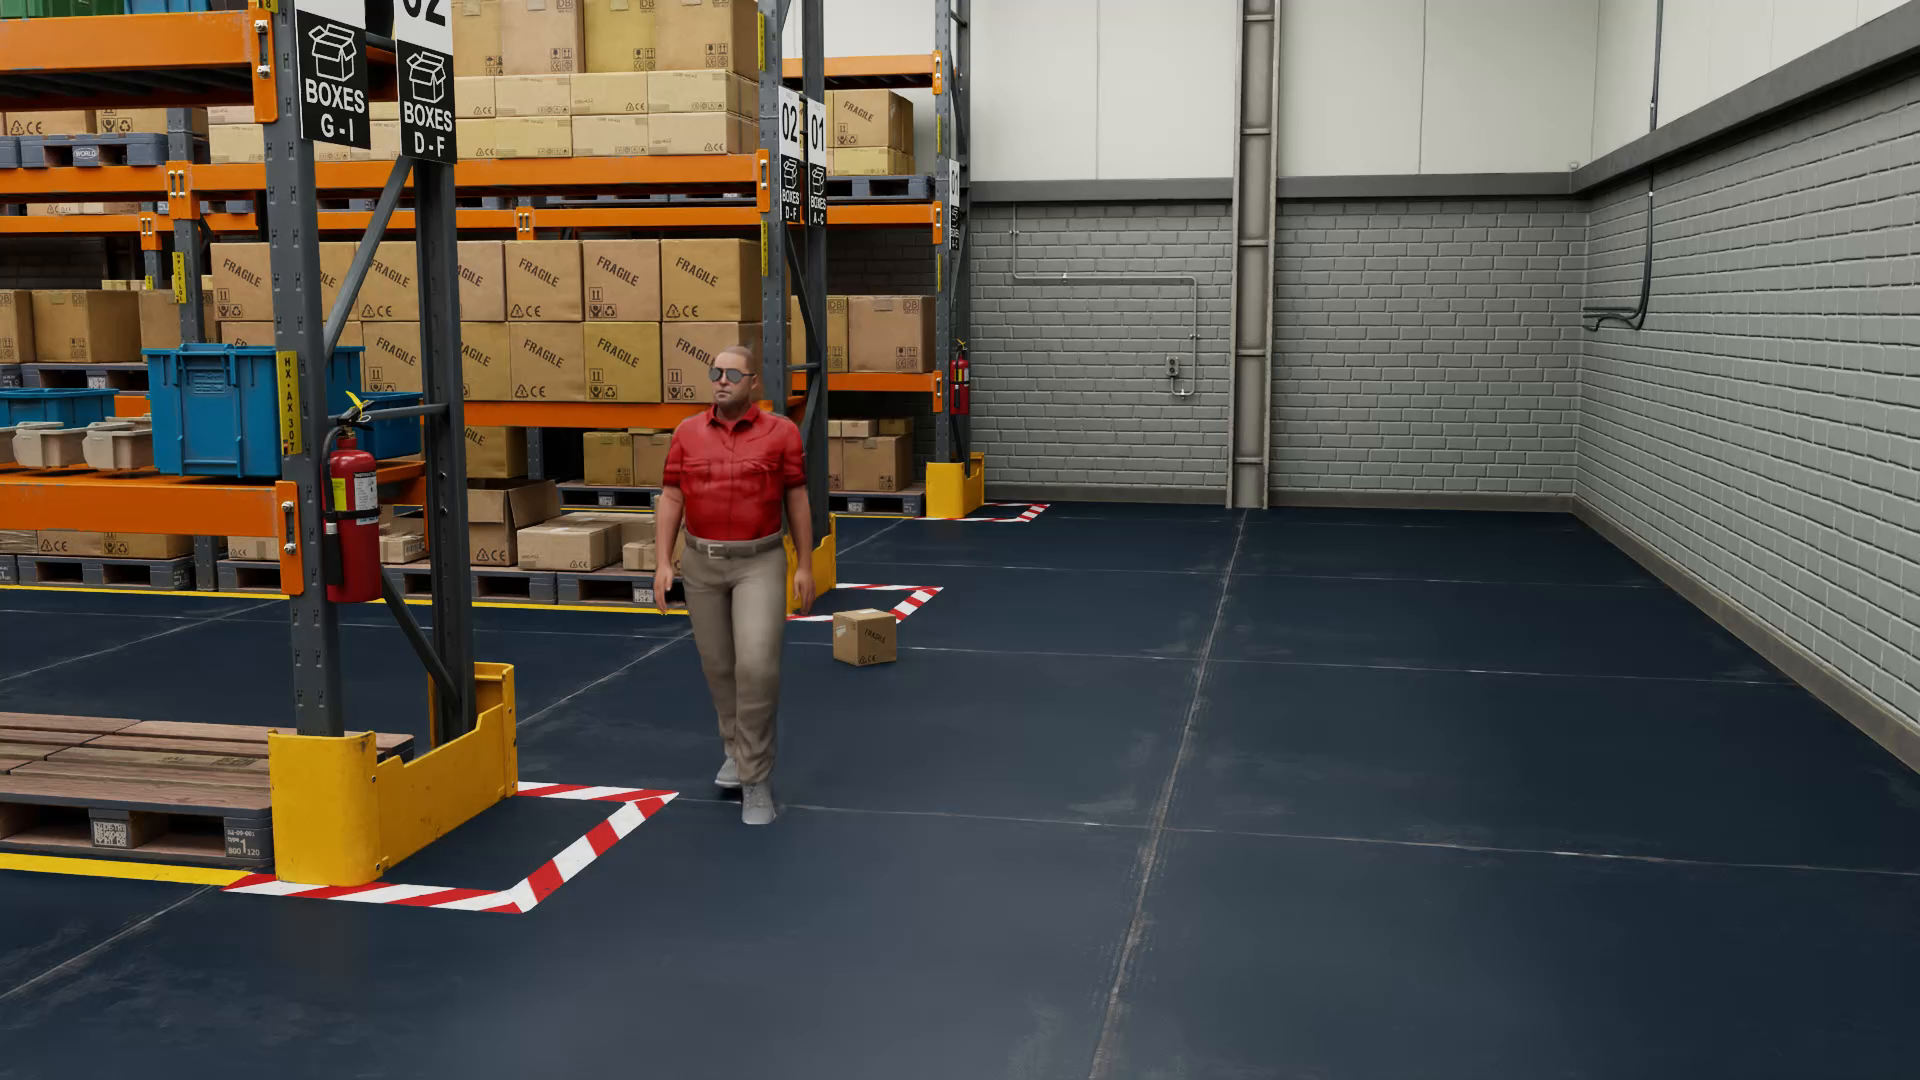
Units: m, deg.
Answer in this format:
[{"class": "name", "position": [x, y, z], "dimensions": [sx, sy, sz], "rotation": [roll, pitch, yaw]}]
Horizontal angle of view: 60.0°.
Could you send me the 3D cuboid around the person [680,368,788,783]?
[{"class": "person", "position": [-0.853, 0.119, 6.333], "dimensions": [0.427, 1.542, 0.533], "rotation": [1, 8, 9]}]
